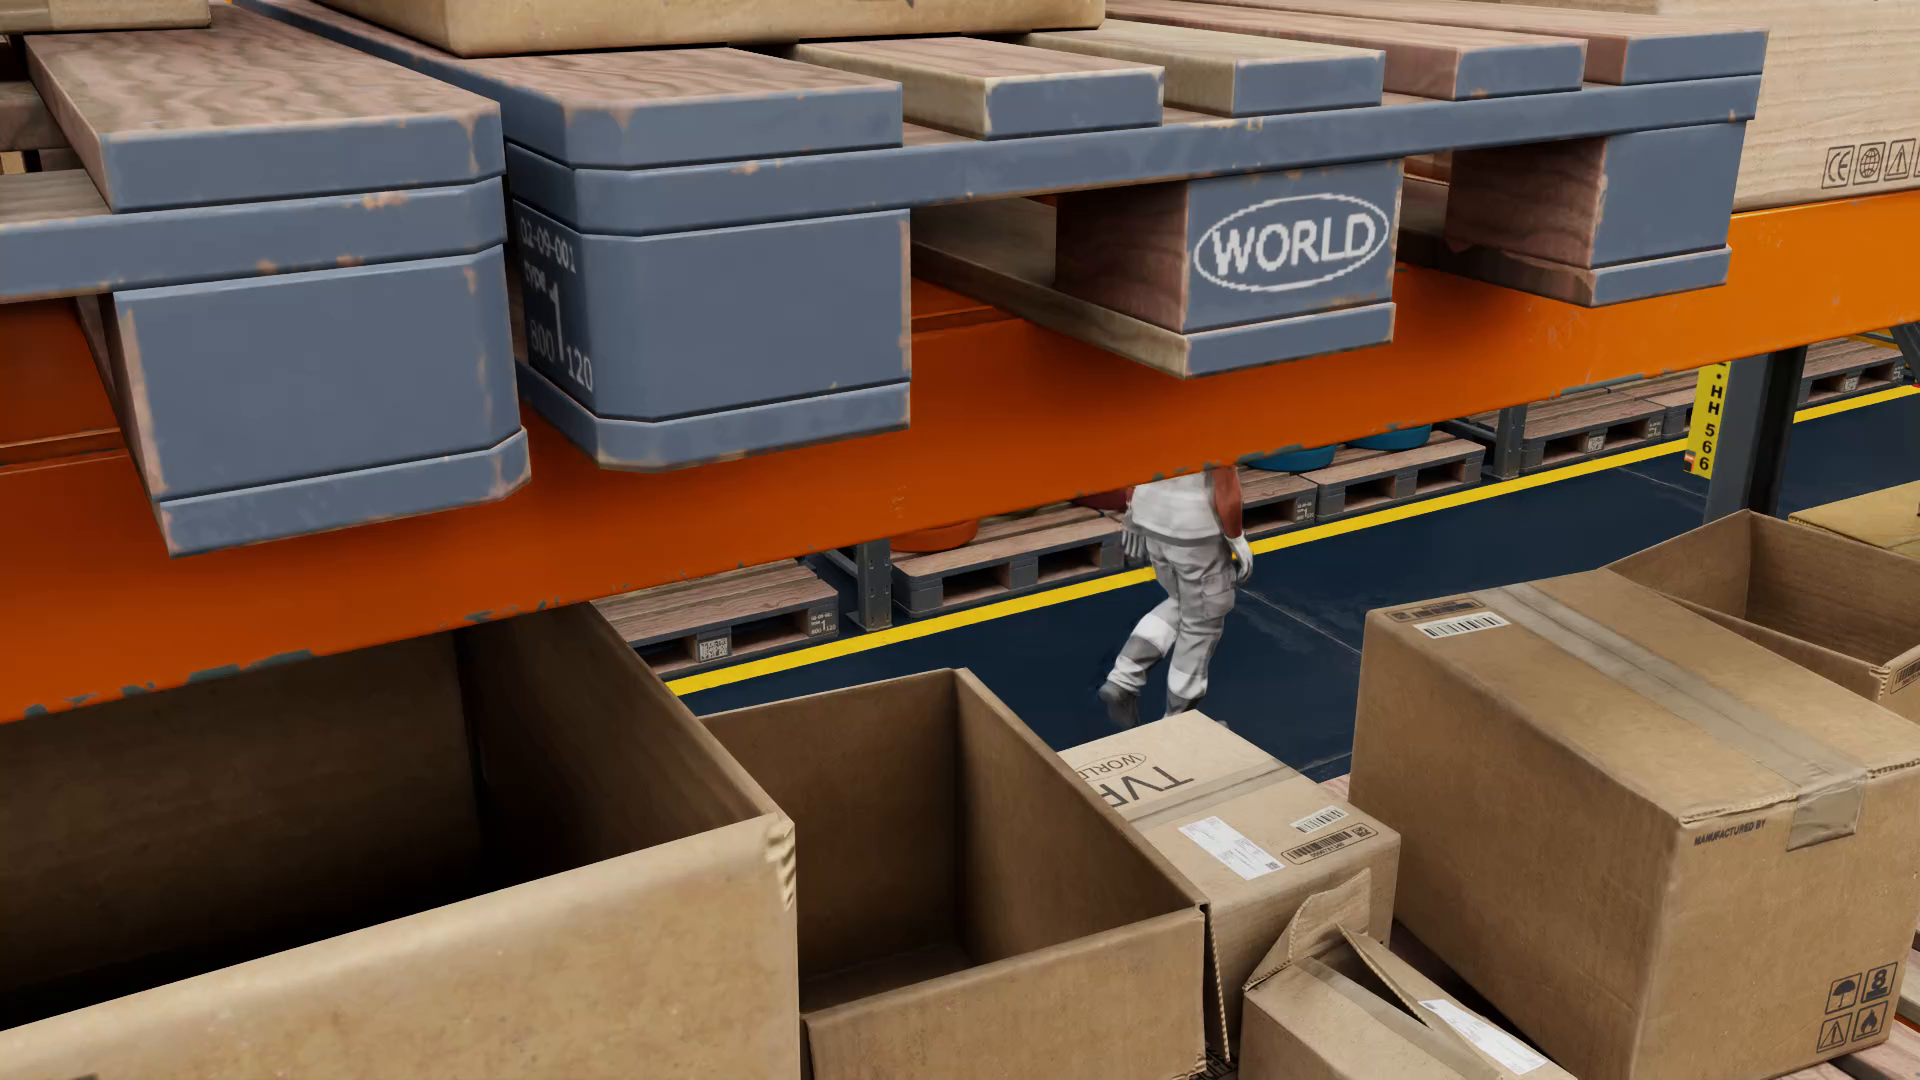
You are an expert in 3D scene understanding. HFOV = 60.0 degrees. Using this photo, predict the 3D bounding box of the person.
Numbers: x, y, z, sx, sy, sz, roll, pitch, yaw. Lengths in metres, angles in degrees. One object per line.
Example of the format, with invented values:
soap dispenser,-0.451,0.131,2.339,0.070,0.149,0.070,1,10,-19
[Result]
person,0.810,-0.044,6.098,0.478,1.780,0.544,-13,25,-30
